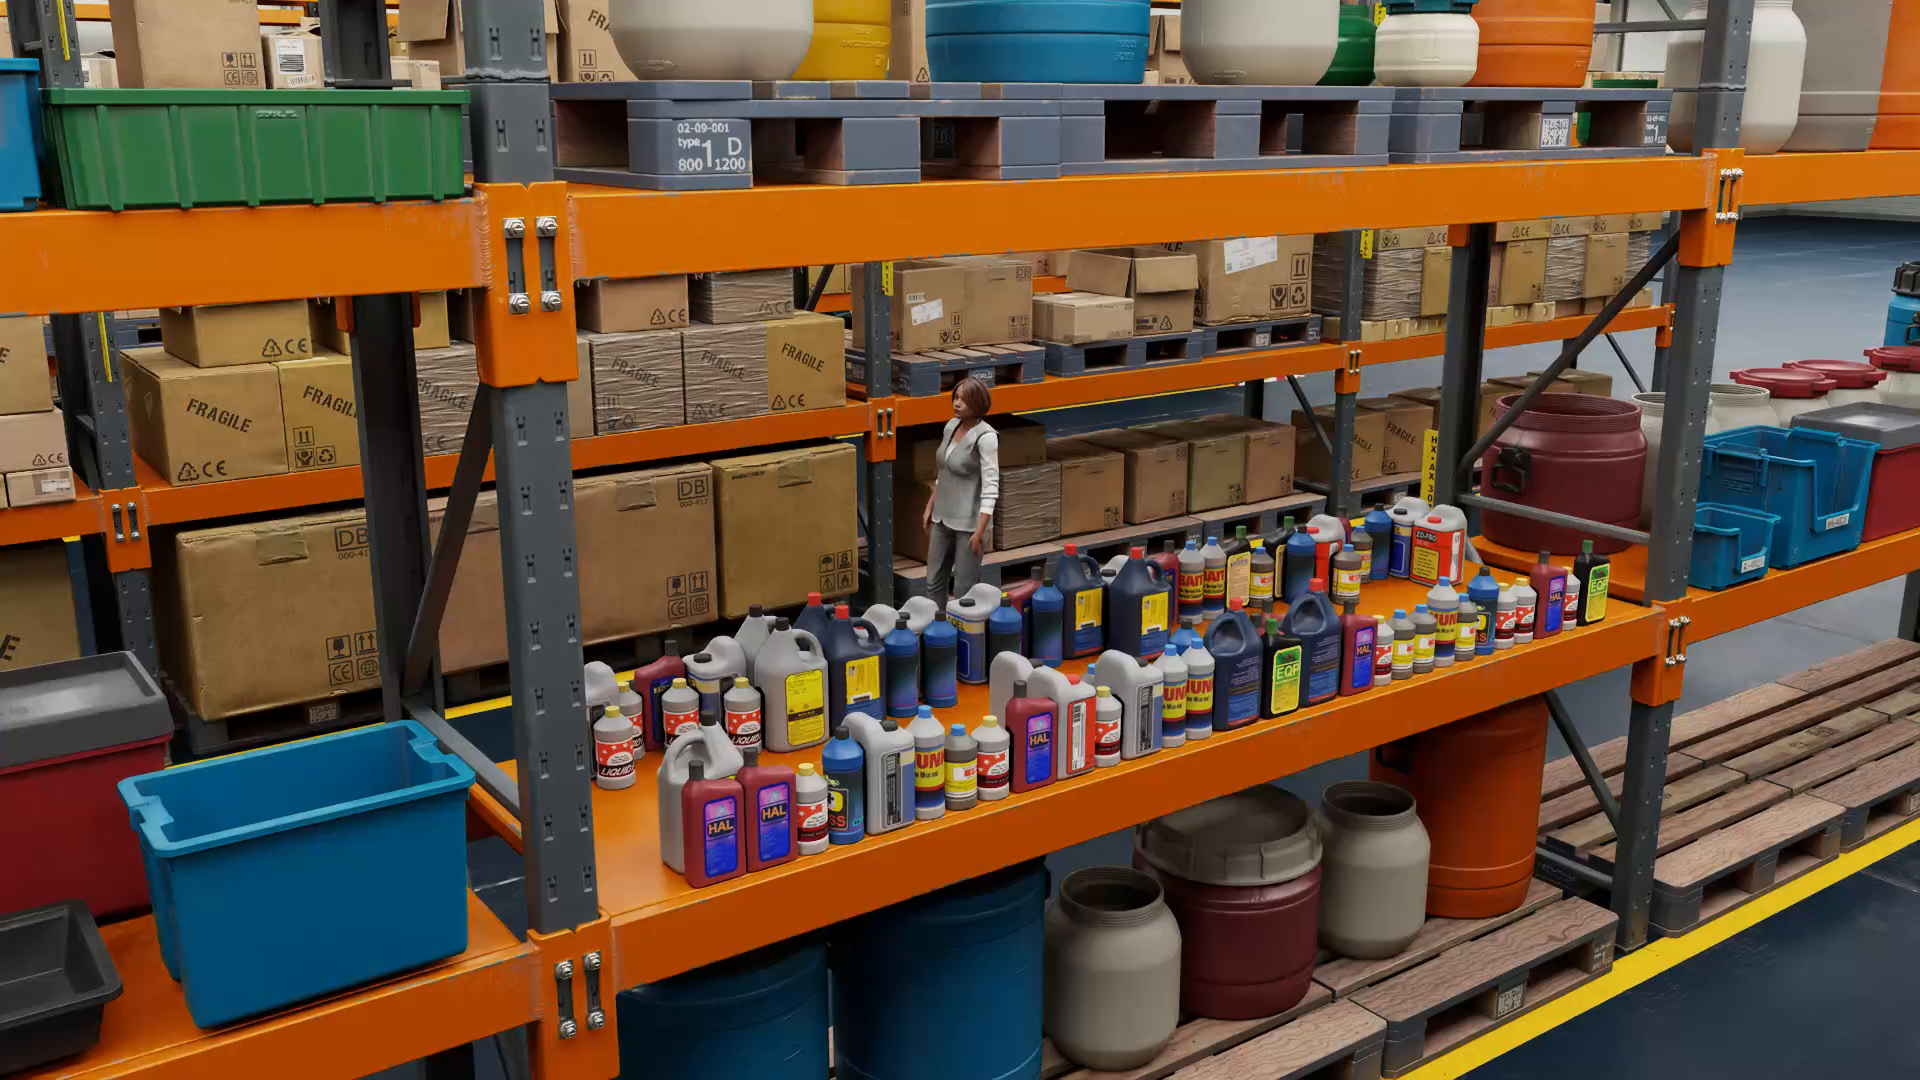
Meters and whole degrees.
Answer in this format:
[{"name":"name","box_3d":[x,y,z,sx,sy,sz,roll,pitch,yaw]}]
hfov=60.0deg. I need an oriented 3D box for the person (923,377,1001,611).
[{"name":"person","box_3d":[-0.062,-0.057,8.710,0.472,1.600,0.521,-10,18,-35]}]
